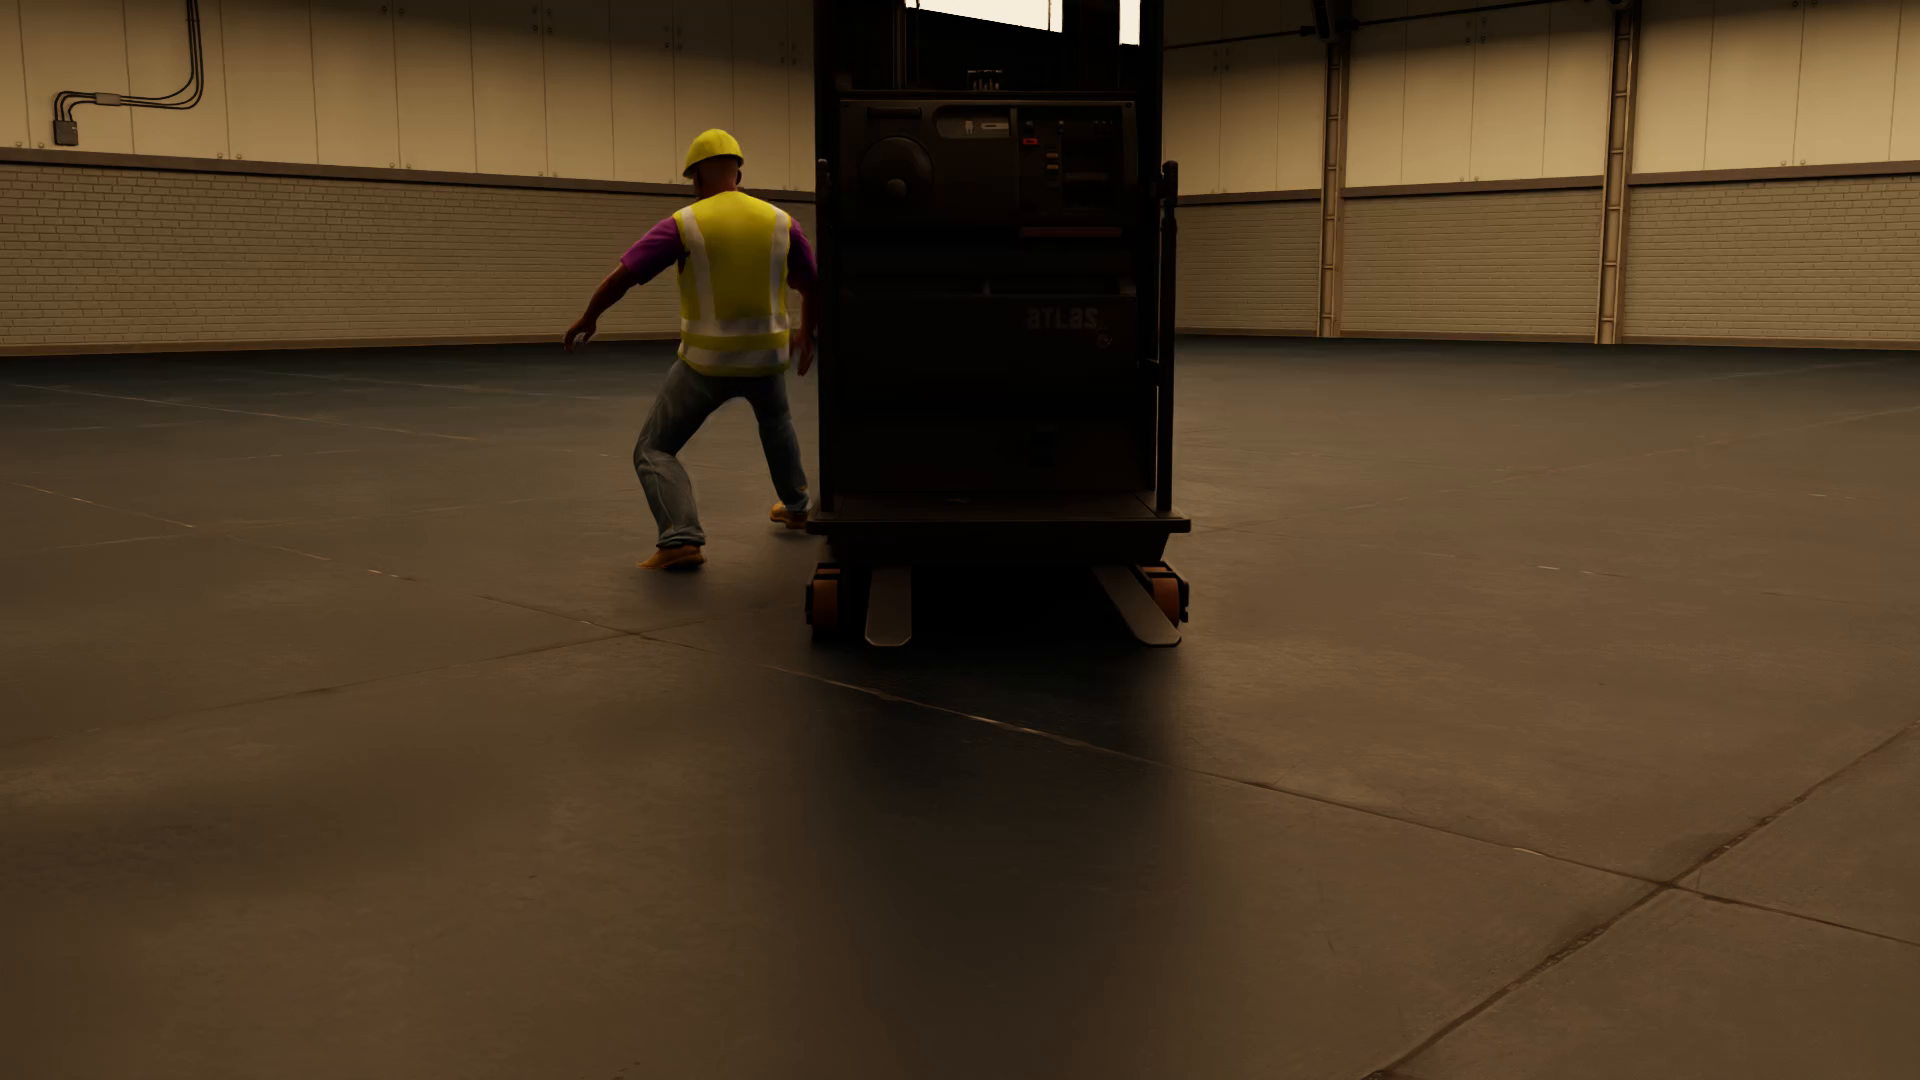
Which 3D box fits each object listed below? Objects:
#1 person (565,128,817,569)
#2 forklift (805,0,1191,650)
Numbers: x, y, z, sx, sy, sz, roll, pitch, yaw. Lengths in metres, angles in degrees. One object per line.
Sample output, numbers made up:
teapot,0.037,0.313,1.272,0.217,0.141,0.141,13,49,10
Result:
person,-0.962,-0.729,6.360,1.010,1.640,0.852,-4,10,-27
forklift,0.097,-1.221,4.981,1.130,2.935,3.031,0,9,-2
